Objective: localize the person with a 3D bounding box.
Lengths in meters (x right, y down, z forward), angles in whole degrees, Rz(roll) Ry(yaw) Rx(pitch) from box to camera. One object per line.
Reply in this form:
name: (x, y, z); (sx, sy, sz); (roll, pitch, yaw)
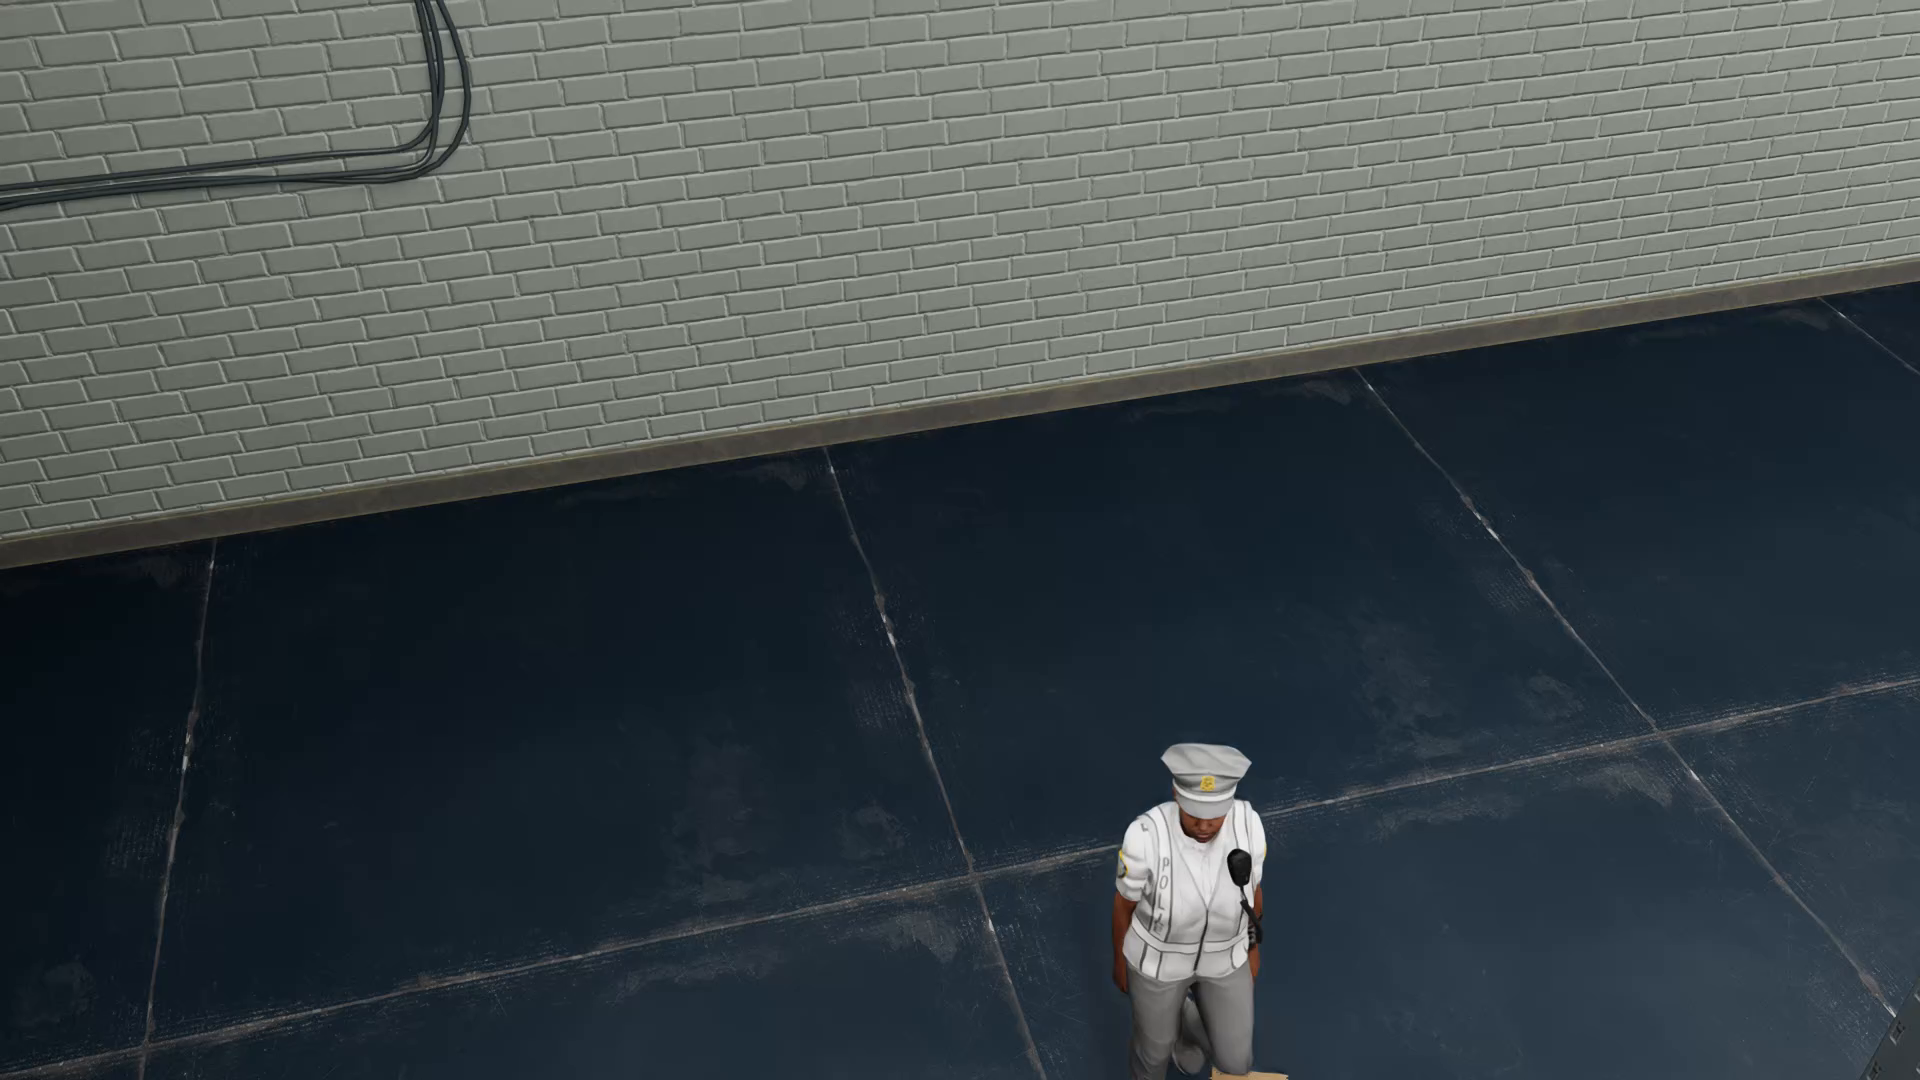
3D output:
person: (0.694, 1.247, 5.077); (0.478, 1.680, 0.454); (-4, 39, -5)
